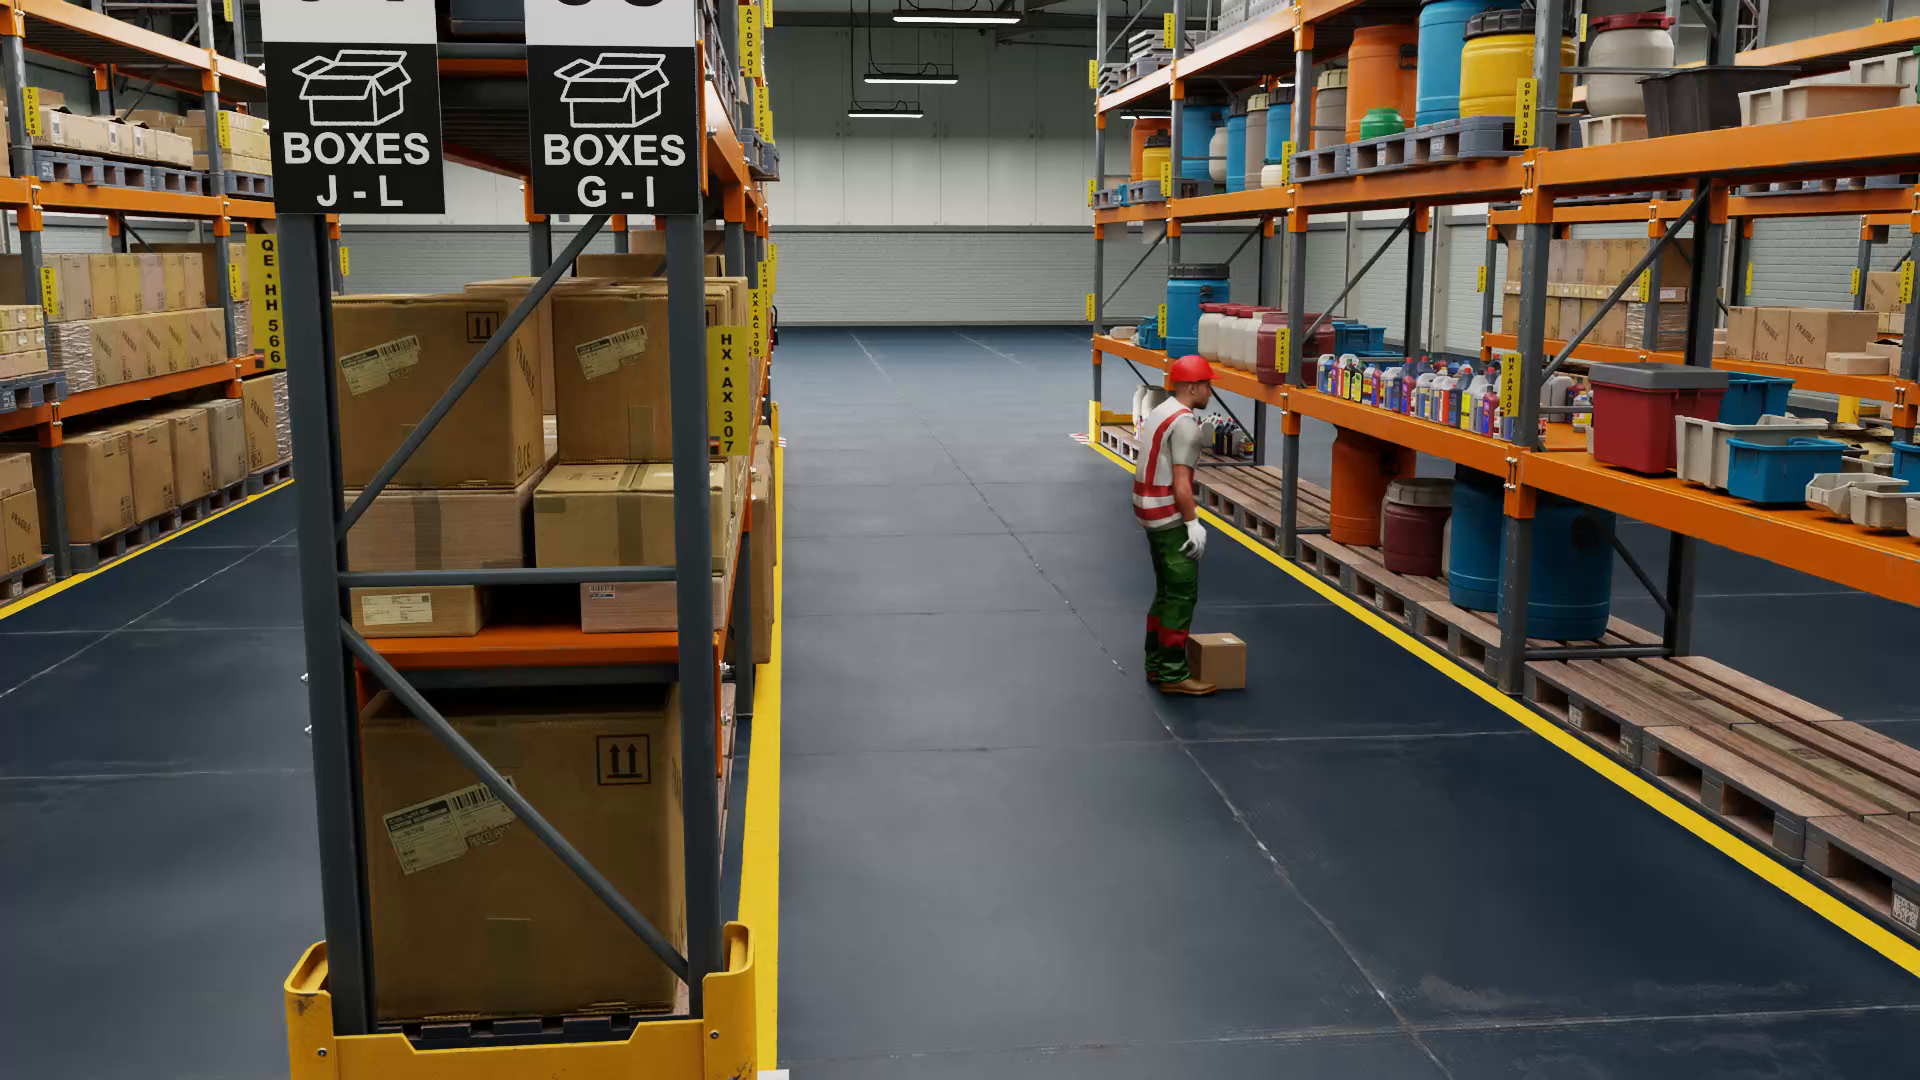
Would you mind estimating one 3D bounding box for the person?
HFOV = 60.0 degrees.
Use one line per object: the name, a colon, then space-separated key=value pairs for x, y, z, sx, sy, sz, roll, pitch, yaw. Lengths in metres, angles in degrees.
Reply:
person: x=1.166 y=-0.091 z=8.876 sx=0.454 sy=1.779 sz=0.620 roll=-1 pitch=10 yaw=-7
